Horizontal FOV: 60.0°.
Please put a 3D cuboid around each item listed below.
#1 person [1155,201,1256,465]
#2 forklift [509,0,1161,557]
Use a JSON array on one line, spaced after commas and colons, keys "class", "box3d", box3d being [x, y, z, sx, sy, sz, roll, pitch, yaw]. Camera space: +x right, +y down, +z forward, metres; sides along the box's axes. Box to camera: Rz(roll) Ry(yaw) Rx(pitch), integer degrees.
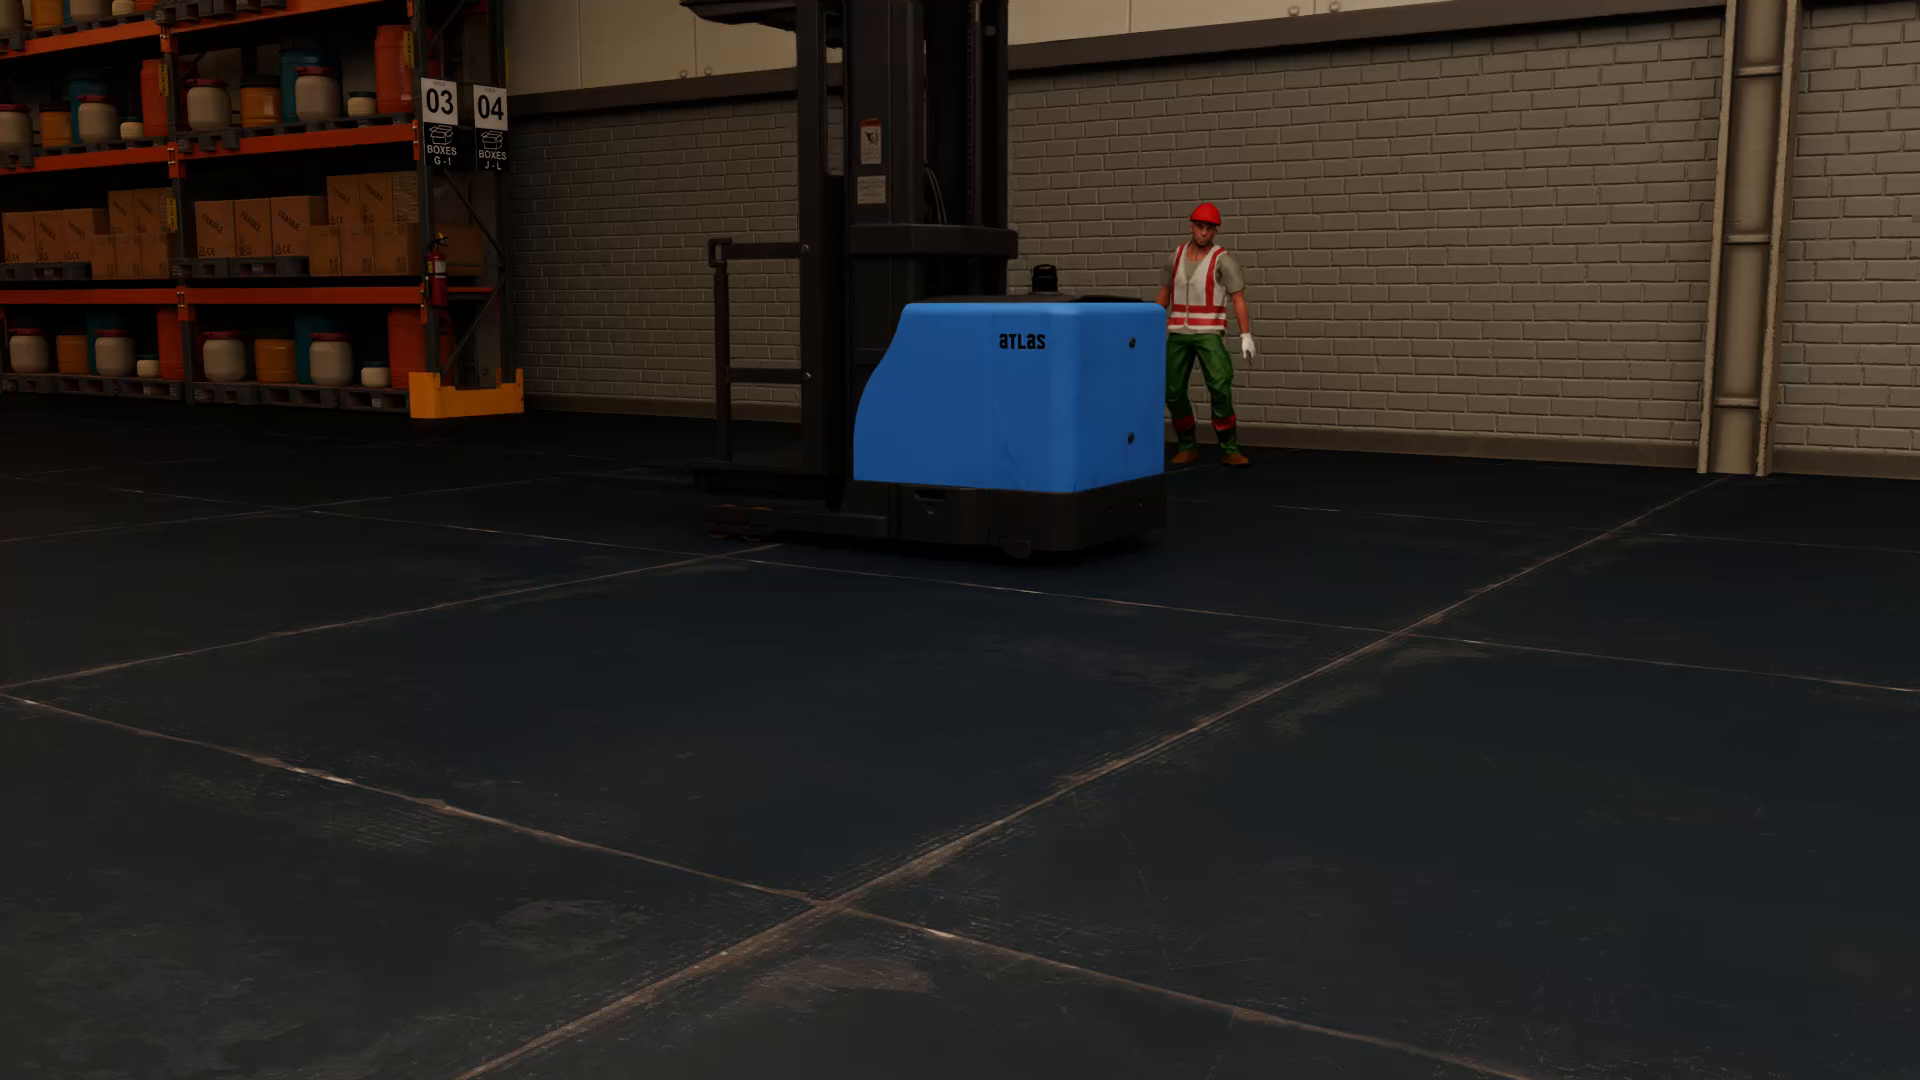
[{"class": "person", "box3d": [1.595, -1.379, 11.152, 0.877, 1.747, 0.452, 6, 10, 34]}, {"class": "forklift", "box3d": [-0.643, -1.484, 7.626, 3.031, 2.935, 1.130, 3, 9, 20]}]
